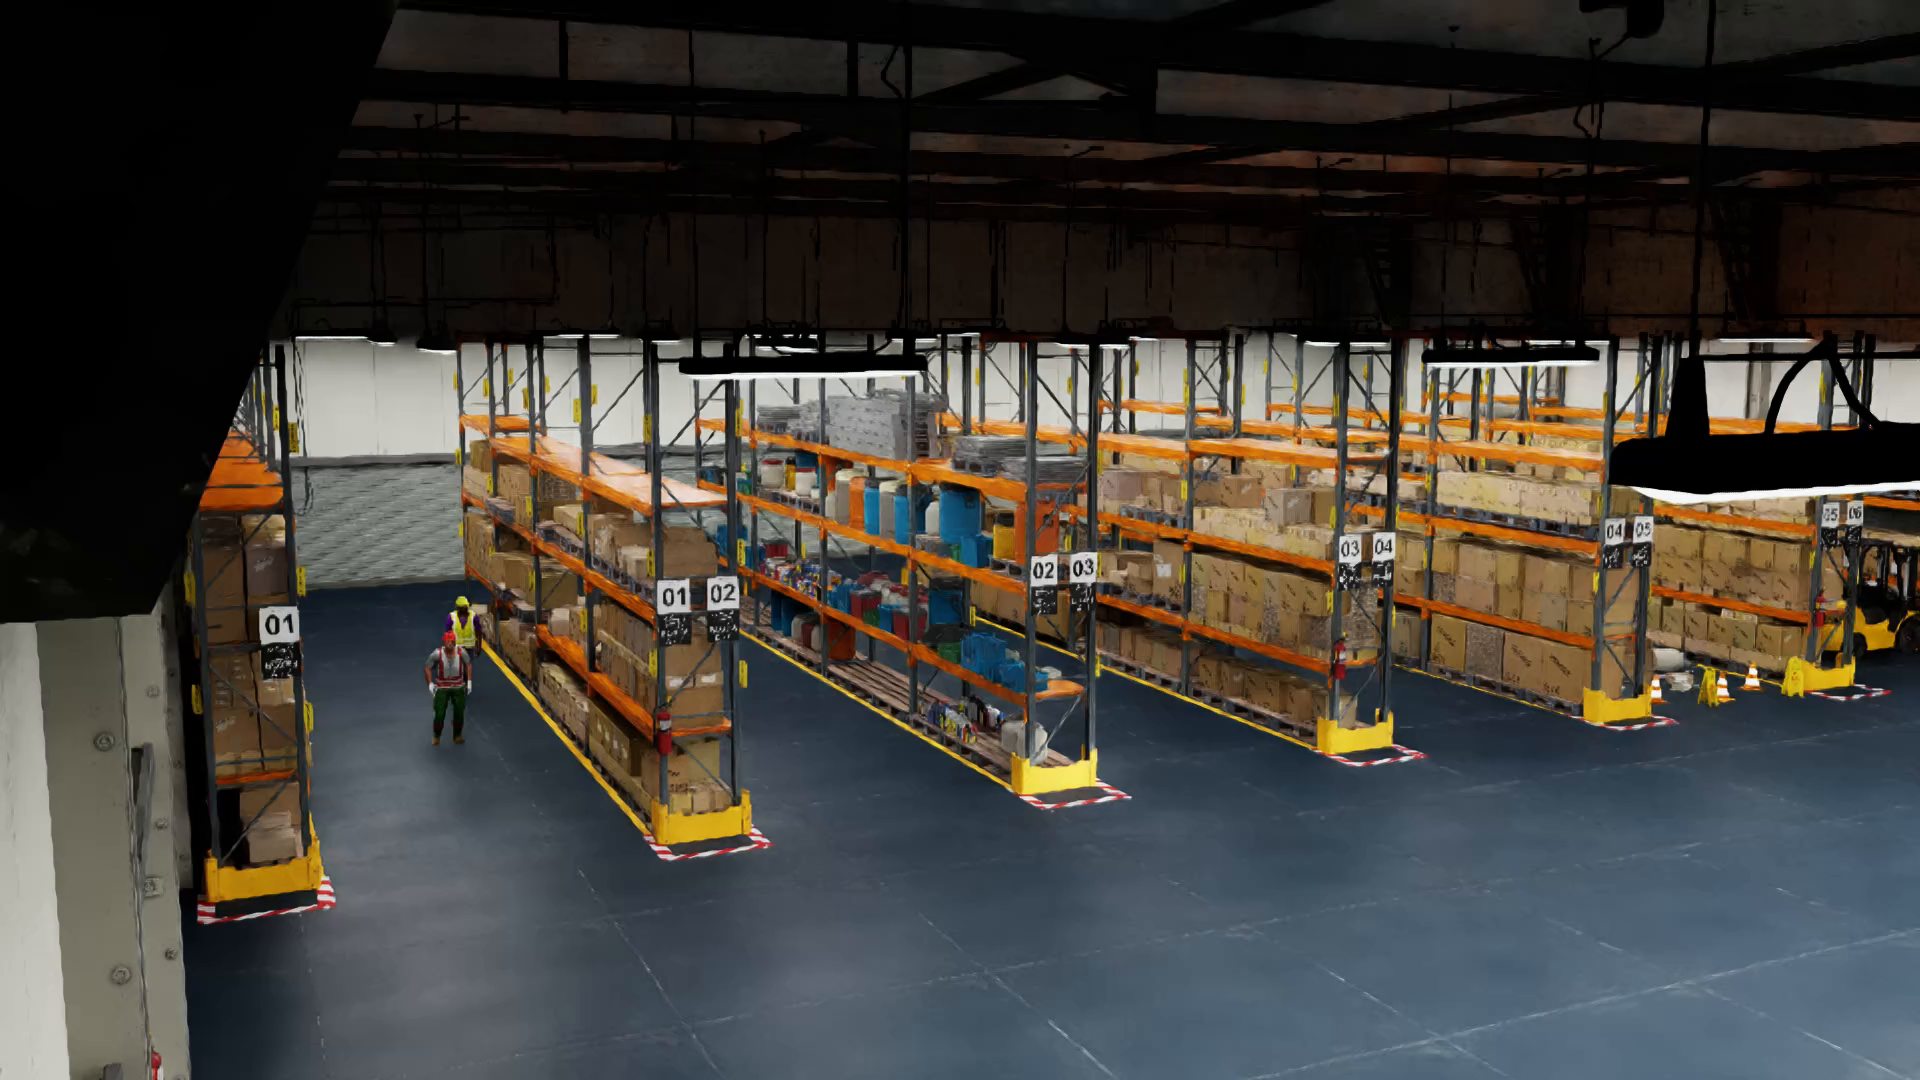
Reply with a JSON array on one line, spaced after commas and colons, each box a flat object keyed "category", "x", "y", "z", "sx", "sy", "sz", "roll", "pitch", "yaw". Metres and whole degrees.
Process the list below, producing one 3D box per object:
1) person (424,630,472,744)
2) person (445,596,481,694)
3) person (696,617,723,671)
[{"category": "person", "x": -7.541, "y": 2.175, "z": 24.562, "sx": 0.677, "sy": 1.742, "sz": 0.552, "roll": -4, "pitch": 9, "yaw": -26}, {"category": "person", "x": -8.259, "y": 1.757, "z": 27.705, "sx": 0.575, "sy": 1.689, "sz": 1.128, "roll": -4, "pitch": 9, "yaw": -26}, {"category": "person", "x": -4.553, "y": 1.543, "z": 29.593, "sx": 0.495, "sy": 1.589, "sz": 1.086, "roll": -3, "pitch": 8, "yaw": -22}]
